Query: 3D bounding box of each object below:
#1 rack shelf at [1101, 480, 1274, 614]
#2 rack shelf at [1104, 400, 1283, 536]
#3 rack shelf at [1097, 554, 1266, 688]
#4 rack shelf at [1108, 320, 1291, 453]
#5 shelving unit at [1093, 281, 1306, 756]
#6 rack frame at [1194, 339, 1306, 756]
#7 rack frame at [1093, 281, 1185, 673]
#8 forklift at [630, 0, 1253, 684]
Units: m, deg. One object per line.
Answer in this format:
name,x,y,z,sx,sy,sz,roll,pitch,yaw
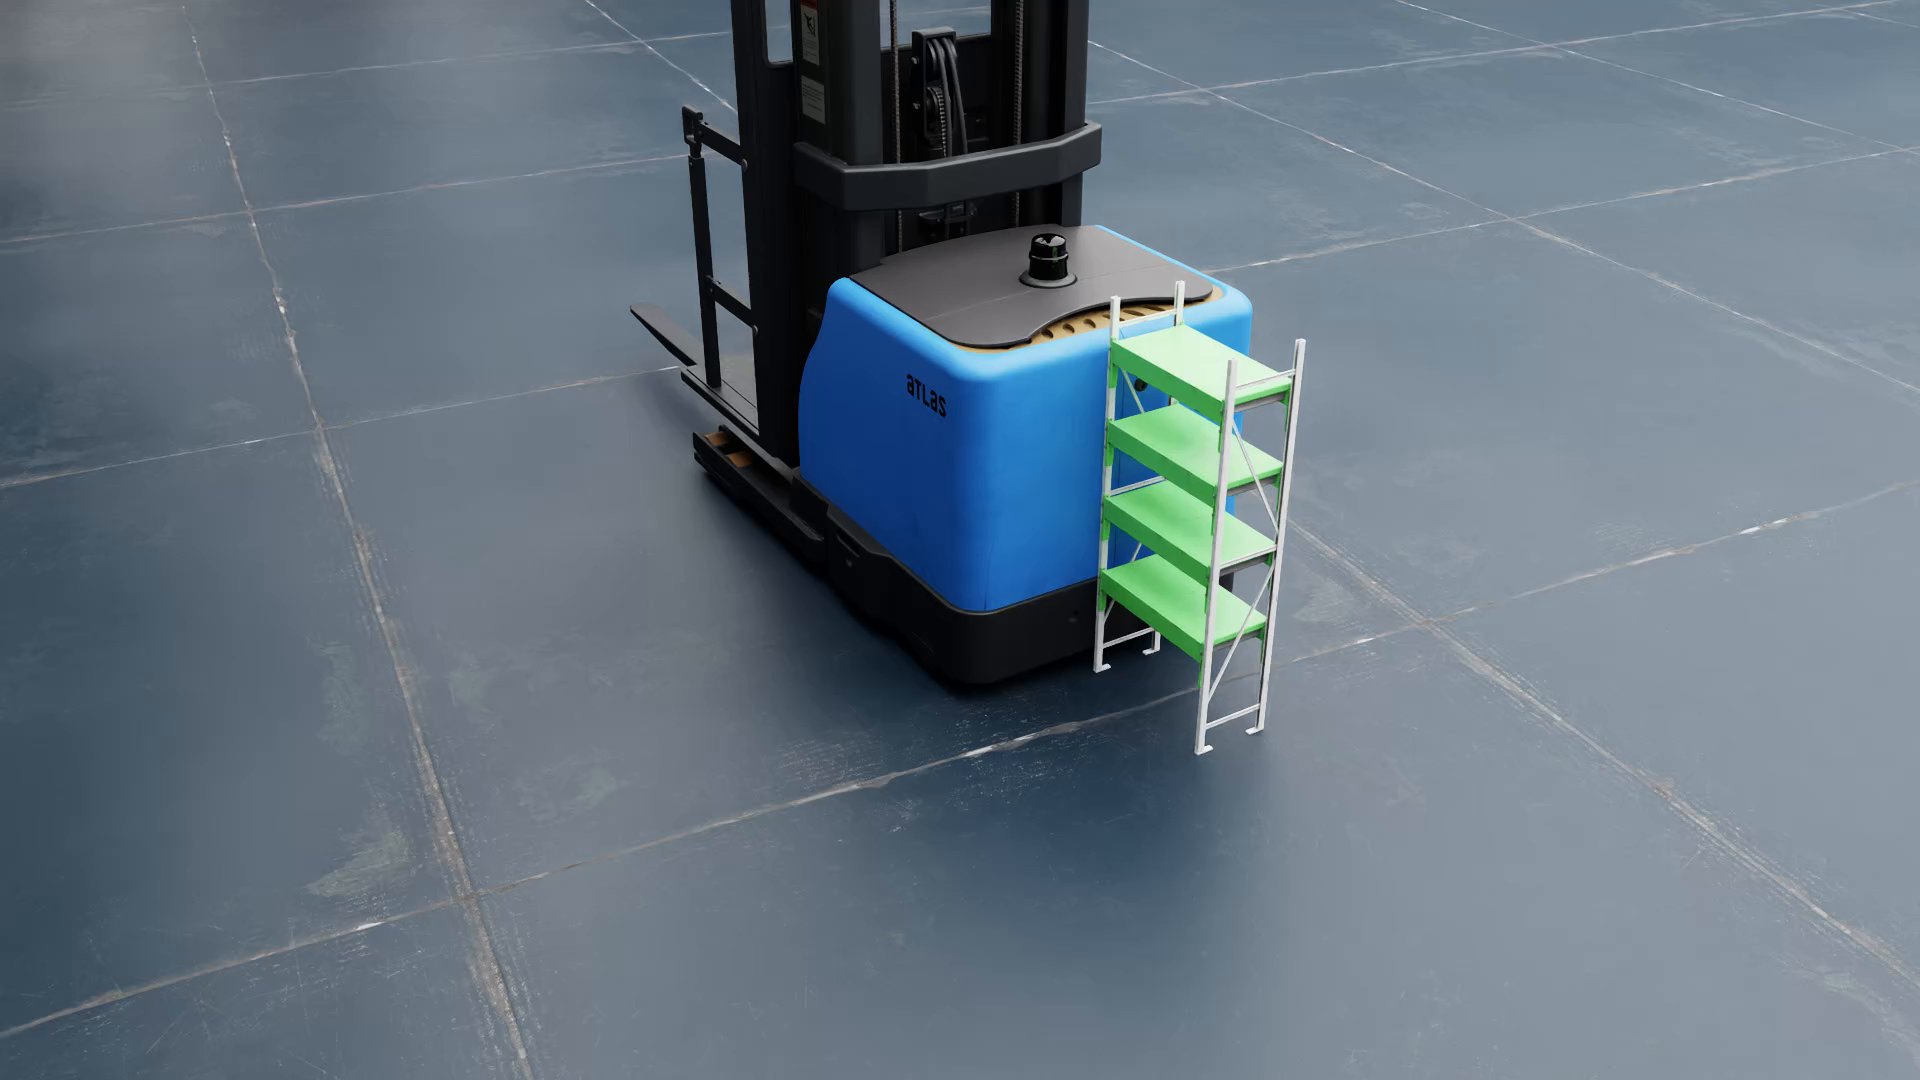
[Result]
rack shelf,0.638,0.003,4.649,0.258,0.148,0.480,-17,33,-27
rack shelf,0.638,-0.207,4.532,0.258,0.148,0.480,-17,33,-27
rack shelf,0.638,0.212,4.767,0.258,0.148,0.480,-17,33,-27
rack shelf,0.638,-0.416,4.415,0.258,0.148,0.480,-17,33,-27
shelving unit,0.638,-0.053,4.618,0.258,1.200,0.503,-17,33,-27
rack frame,0.766,0.048,4.437,0.240,1.200,0.015,-17,33,-27
rack frame,0.510,-0.155,4.799,0.240,1.200,0.015,-17,33,-27
forklift,-0.329,-1.540,5.500,1.130,2.935,3.031,-17,33,-27
